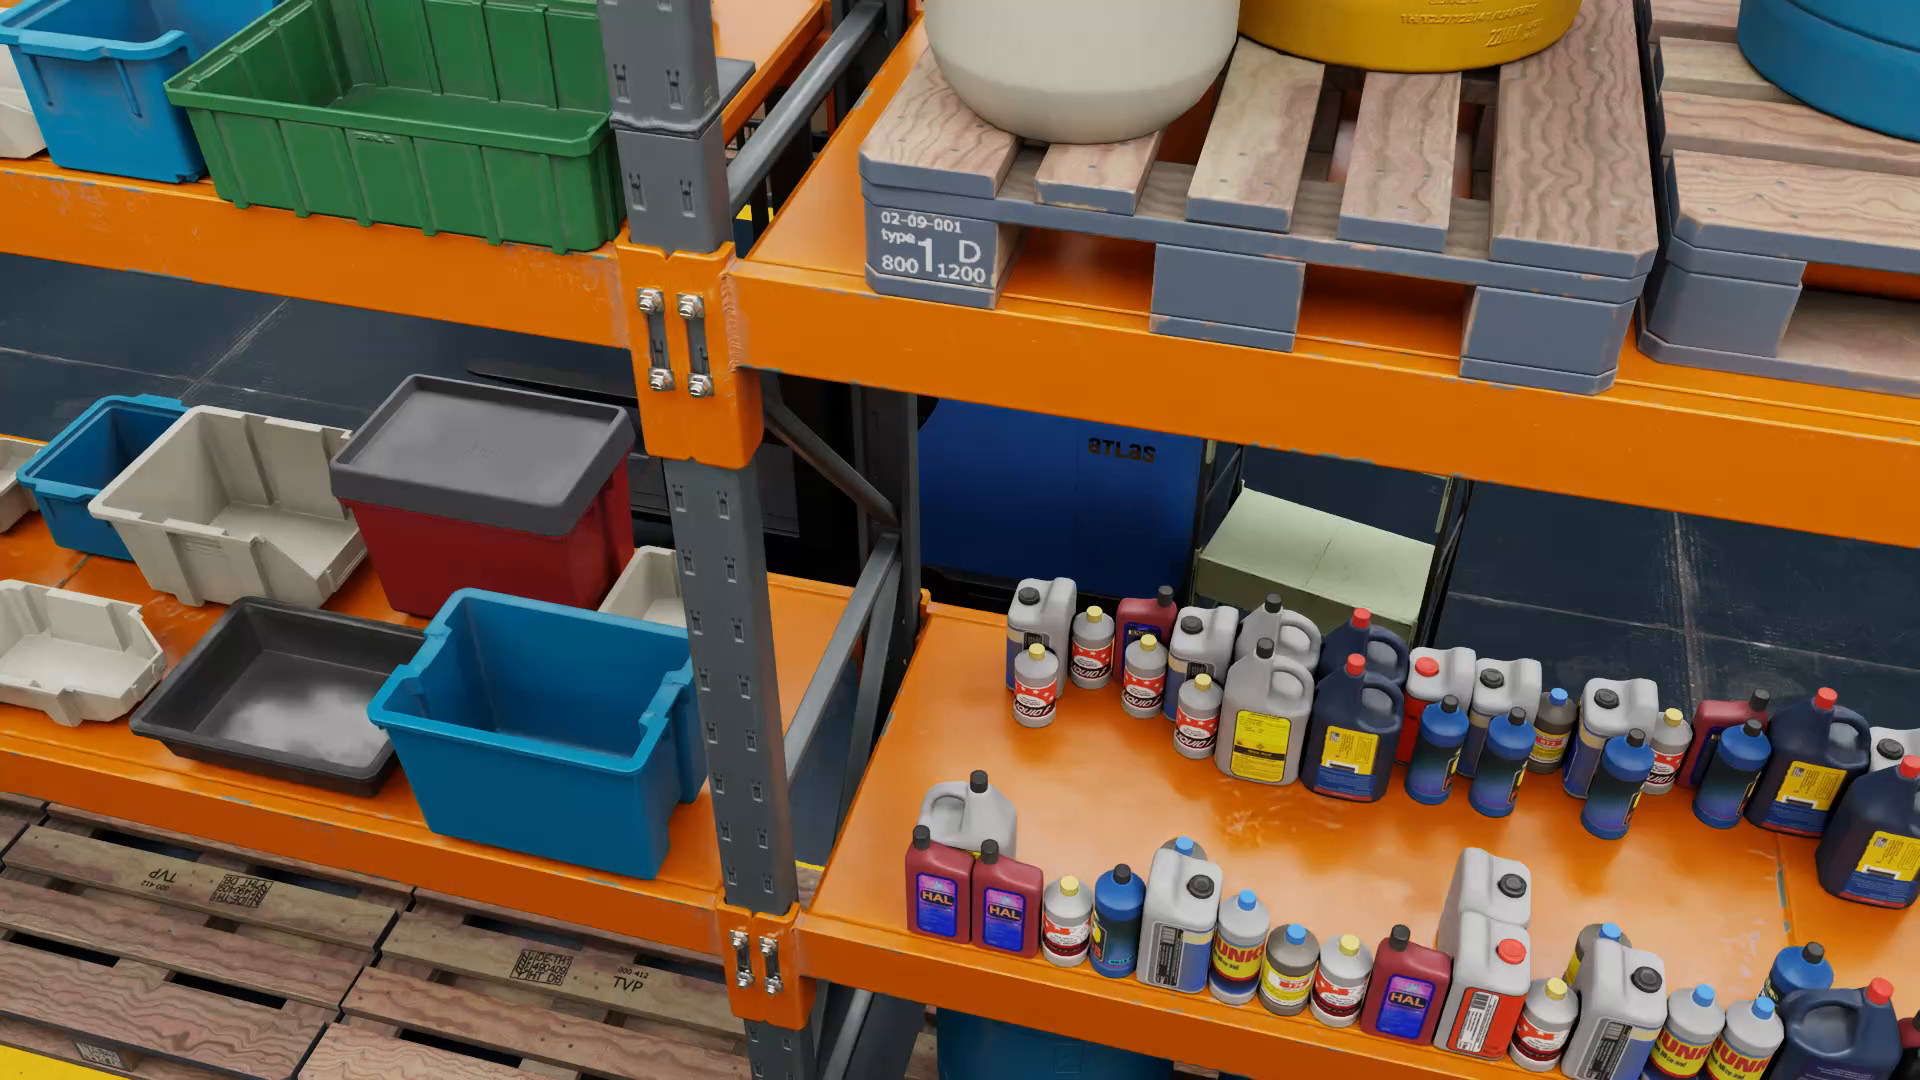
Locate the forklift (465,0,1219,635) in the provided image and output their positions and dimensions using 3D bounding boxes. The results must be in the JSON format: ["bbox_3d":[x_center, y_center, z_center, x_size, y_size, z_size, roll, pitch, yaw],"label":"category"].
[{"bbox_3d":[-0.609,-1.225,5.430,3.031,2.935,1.130,10,41,11],"label":"forklift"}]

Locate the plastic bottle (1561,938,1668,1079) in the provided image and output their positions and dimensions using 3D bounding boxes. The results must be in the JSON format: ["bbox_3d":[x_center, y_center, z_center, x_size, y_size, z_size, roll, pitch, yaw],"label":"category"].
[{"bbox_3d":[1.185,0.847,3.006,0.135,0.276,0.152,10,41,11],"label":"plastic bottle"}]

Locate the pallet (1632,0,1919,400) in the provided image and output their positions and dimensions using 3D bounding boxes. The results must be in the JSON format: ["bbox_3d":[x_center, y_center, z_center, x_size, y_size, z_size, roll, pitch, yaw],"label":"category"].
[{"bbox_3d":[1.597,-0.527,2.359,1.213,0.211,1.003,10,41,11],"label":"pallet"}]

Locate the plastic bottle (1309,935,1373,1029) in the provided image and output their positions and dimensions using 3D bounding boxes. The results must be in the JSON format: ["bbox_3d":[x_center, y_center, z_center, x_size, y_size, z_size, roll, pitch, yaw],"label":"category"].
[{"bbox_3d":[0.713,0.812,3.105,0.097,0.201,0.097,0,40,0],"label":"plastic bottle"}]

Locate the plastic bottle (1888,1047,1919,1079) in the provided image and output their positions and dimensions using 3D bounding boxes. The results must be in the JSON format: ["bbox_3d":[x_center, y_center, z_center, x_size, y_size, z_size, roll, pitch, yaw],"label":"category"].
[{"bbox_3d":[1.670,0.958,2.868,0.133,0.283,0.061,10,41,11],"label":"plastic bottle"}]

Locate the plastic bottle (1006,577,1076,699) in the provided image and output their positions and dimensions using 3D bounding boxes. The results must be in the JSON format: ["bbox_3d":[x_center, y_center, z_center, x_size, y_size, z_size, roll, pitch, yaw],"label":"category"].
[{"bbox_3d":[0.182,0.205,3.770,0.135,0.276,0.152,10,41,11],"label":"plastic bottle"}]

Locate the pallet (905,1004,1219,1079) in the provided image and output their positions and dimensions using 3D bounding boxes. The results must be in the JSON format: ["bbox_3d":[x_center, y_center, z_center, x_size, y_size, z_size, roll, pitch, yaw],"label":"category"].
[{"bbox_3d":[0.453,1.515,4.282,1.213,0.211,1.003,10,41,11],"label":"pallet"}]

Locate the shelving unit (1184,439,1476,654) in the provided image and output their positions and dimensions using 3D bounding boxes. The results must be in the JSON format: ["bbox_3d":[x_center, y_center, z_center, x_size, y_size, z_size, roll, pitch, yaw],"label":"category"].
[{"bbox_3d":[1.158,-0.085,5.186,0.755,1.500,0.431,19,44,21],"label":"shelving unit"}]

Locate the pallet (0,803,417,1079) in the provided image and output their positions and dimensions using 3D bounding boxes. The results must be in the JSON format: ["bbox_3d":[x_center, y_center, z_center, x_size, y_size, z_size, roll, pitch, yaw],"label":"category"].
[{"bbox_3d":[-2.184,1.061,4.822,1.213,0.211,1.003,10,41,11],"label":"pallet"}]

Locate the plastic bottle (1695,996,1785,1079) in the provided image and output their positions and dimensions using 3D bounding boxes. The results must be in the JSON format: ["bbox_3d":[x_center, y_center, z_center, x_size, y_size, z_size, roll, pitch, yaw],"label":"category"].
[{"bbox_3d":[1.384,0.901,2.945,0.097,0.271,0.097,0,40,0],"label":"plastic bottle"}]

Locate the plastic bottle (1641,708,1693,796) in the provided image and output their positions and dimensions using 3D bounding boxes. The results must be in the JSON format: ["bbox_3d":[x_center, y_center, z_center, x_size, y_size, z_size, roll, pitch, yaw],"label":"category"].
[{"bbox_3d":[1.496,0.442,3.546,0.097,0.201,0.097,0,40,0],"label":"plastic bottle"}]

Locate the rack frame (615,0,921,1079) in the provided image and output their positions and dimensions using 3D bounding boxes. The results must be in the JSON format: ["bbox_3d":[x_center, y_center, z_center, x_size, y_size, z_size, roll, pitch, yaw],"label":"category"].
[{"bbox_3d":[-0.282,0.293,3.569,0.127,3.000,1.000,10,41,11],"label":"rack frame"}]

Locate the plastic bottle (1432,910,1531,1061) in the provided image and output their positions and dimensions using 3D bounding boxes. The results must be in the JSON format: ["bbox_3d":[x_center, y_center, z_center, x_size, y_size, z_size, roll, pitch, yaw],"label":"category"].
[{"bbox_3d":[0.961,0.808,3.052,0.135,0.276,0.152,10,41,11],"label":"plastic bottle"}]

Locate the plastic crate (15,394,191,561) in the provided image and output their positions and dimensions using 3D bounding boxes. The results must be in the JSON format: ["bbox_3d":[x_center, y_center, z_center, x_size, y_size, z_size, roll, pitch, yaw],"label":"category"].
[{"bbox_3d":[-2.096,-0.149,4.178,0.300,0.233,0.416,10,41,11],"label":"plastic crate"}]

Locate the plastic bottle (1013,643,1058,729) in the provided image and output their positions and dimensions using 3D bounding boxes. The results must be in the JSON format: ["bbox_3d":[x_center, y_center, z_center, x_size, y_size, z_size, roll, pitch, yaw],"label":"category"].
[{"bbox_3d":[0.168,0.314,3.698,0.097,0.201,0.097,0,40,0],"label":"plastic bottle"}]

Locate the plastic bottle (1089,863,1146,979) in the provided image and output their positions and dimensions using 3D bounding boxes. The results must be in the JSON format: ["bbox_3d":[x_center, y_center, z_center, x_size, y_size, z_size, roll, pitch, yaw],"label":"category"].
[{"bbox_3d":[0.301,0.715,3.167,0.097,0.271,0.097,0,40,0],"label":"plastic bottle"}]

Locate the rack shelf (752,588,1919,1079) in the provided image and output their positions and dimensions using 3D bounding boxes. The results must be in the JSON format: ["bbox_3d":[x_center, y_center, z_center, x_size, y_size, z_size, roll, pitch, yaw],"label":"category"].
[{"bbox_3d":[1.650,0.901,3.404,4.000,0.370,1.077,10,41,11],"label":"rack shelf"}]

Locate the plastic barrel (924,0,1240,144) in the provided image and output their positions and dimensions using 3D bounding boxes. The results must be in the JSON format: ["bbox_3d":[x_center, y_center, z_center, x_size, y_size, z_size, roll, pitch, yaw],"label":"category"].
[{"bbox_3d":[0.162,-0.825,2.136,0.433,0.535,0.433,0,40,0],"label":"plastic barrel"}]

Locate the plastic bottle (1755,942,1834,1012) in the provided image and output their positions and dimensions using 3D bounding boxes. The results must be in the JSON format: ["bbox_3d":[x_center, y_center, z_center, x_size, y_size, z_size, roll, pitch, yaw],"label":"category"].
[{"bbox_3d":[1.516,0.828,3.032,0.097,0.271,0.097,0,40,0],"label":"plastic bottle"}]

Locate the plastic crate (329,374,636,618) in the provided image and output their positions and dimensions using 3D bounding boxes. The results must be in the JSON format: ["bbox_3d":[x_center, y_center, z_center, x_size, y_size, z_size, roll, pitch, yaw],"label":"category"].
[{"bbox_3d":[-1.079,-0.059,3.891,0.583,0.464,0.402,10,41,11],"label":"plastic crate"}]

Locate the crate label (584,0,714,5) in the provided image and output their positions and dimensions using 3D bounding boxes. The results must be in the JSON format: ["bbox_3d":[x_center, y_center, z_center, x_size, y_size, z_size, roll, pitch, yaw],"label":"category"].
[{"bbox_3d":[-0.680,-1.015,2.999,0.466,0.136,0.293,10,41,11],"label":"crate label"}]

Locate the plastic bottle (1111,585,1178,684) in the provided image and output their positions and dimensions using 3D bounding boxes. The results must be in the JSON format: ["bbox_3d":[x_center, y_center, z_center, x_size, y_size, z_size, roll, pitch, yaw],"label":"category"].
[{"bbox_3d":[0.418,0.213,3.755,0.133,0.283,0.061,10,41,11],"label":"plastic bottle"}]

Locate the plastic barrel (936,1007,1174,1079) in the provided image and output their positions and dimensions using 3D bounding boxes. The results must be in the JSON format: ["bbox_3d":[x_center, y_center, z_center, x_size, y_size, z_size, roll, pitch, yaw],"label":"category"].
[{"bbox_3d":[0.239,1.037,3.988,0.708,0.901,0.600,10,41,11],"label":"plastic barrel"}]

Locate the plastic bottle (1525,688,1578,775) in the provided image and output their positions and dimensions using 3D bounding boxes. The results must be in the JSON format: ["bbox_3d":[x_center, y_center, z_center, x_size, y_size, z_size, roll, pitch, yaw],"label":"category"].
[{"bbox_3d":[1.272,0.403,3.592,0.097,0.201,0.097,0,40,0],"label":"plastic bottle"}]

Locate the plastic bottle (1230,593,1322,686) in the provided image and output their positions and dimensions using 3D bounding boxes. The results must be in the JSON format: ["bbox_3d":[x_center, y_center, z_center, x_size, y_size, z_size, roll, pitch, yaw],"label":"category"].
[{"bbox_3d":[0.691,0.262,3.645,0.185,0.351,0.144,10,41,11],"label":"plastic bottle"}]

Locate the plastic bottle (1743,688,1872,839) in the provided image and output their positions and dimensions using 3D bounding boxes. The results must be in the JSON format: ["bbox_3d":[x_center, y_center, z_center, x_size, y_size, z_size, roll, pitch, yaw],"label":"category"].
[{"bbox_3d":[1.755,0.445,3.427,0.185,0.351,0.144,10,41,11],"label":"plastic bottle"}]

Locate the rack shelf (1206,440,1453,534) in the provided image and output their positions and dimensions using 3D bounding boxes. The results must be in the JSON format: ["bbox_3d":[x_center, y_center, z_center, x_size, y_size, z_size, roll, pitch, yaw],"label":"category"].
[{"bbox_3d":[1.158,-0.384,4.935,0.720,0.370,0.431,19,44,21],"label":"rack shelf"}]

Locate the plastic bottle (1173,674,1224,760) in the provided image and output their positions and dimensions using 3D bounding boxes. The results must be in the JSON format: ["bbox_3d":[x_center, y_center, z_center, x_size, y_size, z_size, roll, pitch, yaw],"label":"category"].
[{"bbox_3d":[0.521,0.375,3.625,0.097,0.201,0.097,0,40,0],"label":"plastic bottle"}]

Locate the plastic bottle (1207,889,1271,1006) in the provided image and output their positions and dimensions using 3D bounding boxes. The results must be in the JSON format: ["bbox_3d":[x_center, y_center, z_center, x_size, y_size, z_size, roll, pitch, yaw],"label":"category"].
[{"bbox_3d":[0.525,0.753,3.121,0.097,0.271,0.097,0,40,0],"label":"plastic bottle"}]

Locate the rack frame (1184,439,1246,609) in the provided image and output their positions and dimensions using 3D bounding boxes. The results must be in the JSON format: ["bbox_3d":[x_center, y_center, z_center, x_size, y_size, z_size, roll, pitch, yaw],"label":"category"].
[{"bbox_3d":[0.835,-0.196,5.317,0.023,1.500,0.400,19,44,21],"label":"rack frame"}]

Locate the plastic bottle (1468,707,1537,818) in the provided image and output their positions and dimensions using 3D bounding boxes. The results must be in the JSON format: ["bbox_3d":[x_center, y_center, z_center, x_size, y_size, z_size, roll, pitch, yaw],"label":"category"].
[{"bbox_3d":[1.138,0.455,3.476,0.097,0.271,0.097,0,40,0],"label":"plastic bottle"}]

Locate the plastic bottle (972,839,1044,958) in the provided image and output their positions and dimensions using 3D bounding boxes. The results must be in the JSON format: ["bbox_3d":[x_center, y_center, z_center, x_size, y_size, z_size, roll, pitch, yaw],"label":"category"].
[{"bbox_3d":[0.091,0.686,3.192,0.133,0.283,0.061,10,41,11],"label":"plastic bottle"}]

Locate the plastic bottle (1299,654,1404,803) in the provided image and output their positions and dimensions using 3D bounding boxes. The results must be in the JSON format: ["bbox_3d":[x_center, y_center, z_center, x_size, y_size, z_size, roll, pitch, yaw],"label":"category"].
[{"bbox_3d":[0.832,0.382,3.501,0.185,0.351,0.144,10,41,11],"label":"plastic bottle"}]

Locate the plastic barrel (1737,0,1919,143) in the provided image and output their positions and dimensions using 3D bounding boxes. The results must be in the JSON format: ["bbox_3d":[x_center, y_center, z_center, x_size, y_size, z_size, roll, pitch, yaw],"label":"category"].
[{"bbox_3d":[1.406,-1.020,2.083,0.708,0.901,0.600,10,41,11],"label":"plastic barrel"}]

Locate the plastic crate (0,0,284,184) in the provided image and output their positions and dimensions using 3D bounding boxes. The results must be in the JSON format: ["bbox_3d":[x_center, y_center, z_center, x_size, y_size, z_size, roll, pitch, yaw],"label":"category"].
[{"bbox_3d":[-1.244,-0.744,2.602,0.300,0.233,0.416,10,41,11],"label":"plastic crate"}]

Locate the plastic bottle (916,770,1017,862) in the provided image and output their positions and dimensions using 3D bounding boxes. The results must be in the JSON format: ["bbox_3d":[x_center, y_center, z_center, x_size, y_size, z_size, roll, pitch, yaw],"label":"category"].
[{"bbox_3d":[0.014,0.579,3.267,0.185,0.351,0.144,10,41,11],"label":"plastic bottle"}]

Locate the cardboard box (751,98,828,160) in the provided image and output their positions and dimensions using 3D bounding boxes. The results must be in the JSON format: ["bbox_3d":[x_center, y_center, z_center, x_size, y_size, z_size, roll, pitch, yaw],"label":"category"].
[{"bbox_3d":[-0.488,-2.440,8.149,0.875,0.875,0.875,10,41,11],"label":"cardboard box"}]

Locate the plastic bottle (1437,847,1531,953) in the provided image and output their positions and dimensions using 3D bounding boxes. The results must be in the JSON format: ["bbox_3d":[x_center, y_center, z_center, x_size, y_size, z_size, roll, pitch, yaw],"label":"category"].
[{"bbox_3d":[1.001,0.714,3.164,0.135,0.276,0.152,10,41,11],"label":"plastic bottle"}]

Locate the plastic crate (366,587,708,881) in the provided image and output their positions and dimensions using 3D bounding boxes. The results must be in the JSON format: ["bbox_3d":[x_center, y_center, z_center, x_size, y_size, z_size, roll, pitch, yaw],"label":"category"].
[{"bbox_3d":[-0.821,0.411,3.395,0.575,0.384,0.392,10,41,11],"label":"plastic crate"}]

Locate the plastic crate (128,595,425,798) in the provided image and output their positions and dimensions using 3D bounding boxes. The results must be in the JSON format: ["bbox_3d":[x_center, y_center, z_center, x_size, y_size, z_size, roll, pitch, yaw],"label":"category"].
[{"bbox_3d":[-1.433,0.356,3.661,0.590,0.125,0.437,10,41,11],"label":"plastic crate"}]

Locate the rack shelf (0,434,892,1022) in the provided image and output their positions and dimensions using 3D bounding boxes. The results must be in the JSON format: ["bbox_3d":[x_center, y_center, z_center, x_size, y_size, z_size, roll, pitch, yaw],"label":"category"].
[{"bbox_3d":[-2.214,0.236,4.196,4.000,0.370,1.077,10,41,11],"label":"rack shelf"}]

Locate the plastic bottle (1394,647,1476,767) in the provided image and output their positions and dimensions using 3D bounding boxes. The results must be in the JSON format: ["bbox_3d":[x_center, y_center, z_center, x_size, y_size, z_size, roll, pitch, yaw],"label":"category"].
[{"bbox_3d":[1.023,0.350,3.597,0.135,0.276,0.152,10,41,11],"label":"plastic bottle"}]

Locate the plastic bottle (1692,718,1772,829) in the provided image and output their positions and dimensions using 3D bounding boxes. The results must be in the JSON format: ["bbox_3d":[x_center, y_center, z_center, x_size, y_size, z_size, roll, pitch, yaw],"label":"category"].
[{"bbox_3d":[1.609,0.475,3.452,0.097,0.271,0.097,0,40,0],"label":"plastic bottle"}]
